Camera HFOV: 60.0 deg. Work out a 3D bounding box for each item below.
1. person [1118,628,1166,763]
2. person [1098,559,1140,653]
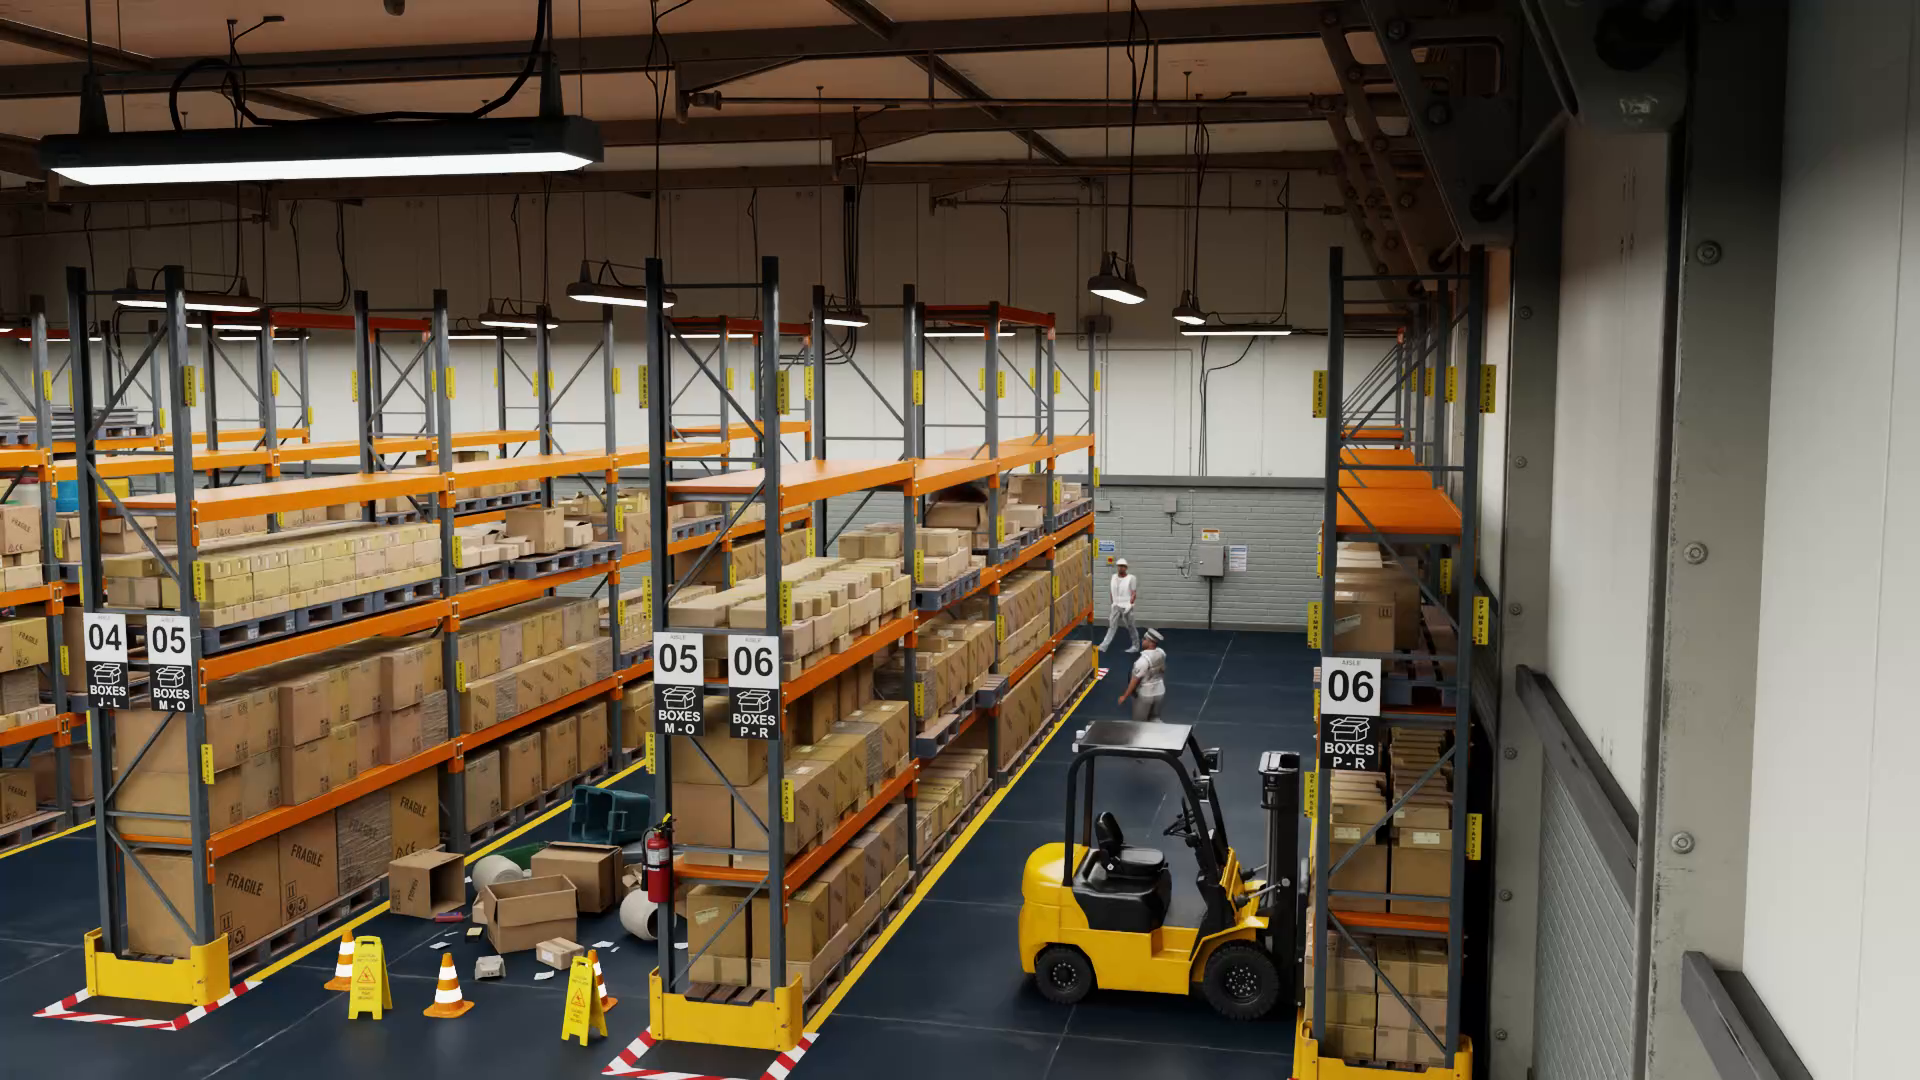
[{"bbox_3d":[2.370,1.996,21.361,0.638,1.778,0.584,-4,7,-36],"label":"person"},{"bbox_3d":[2.872,1.212,30.312,0.948,1.741,0.628,-4,7,-34],"label":"person"}]
